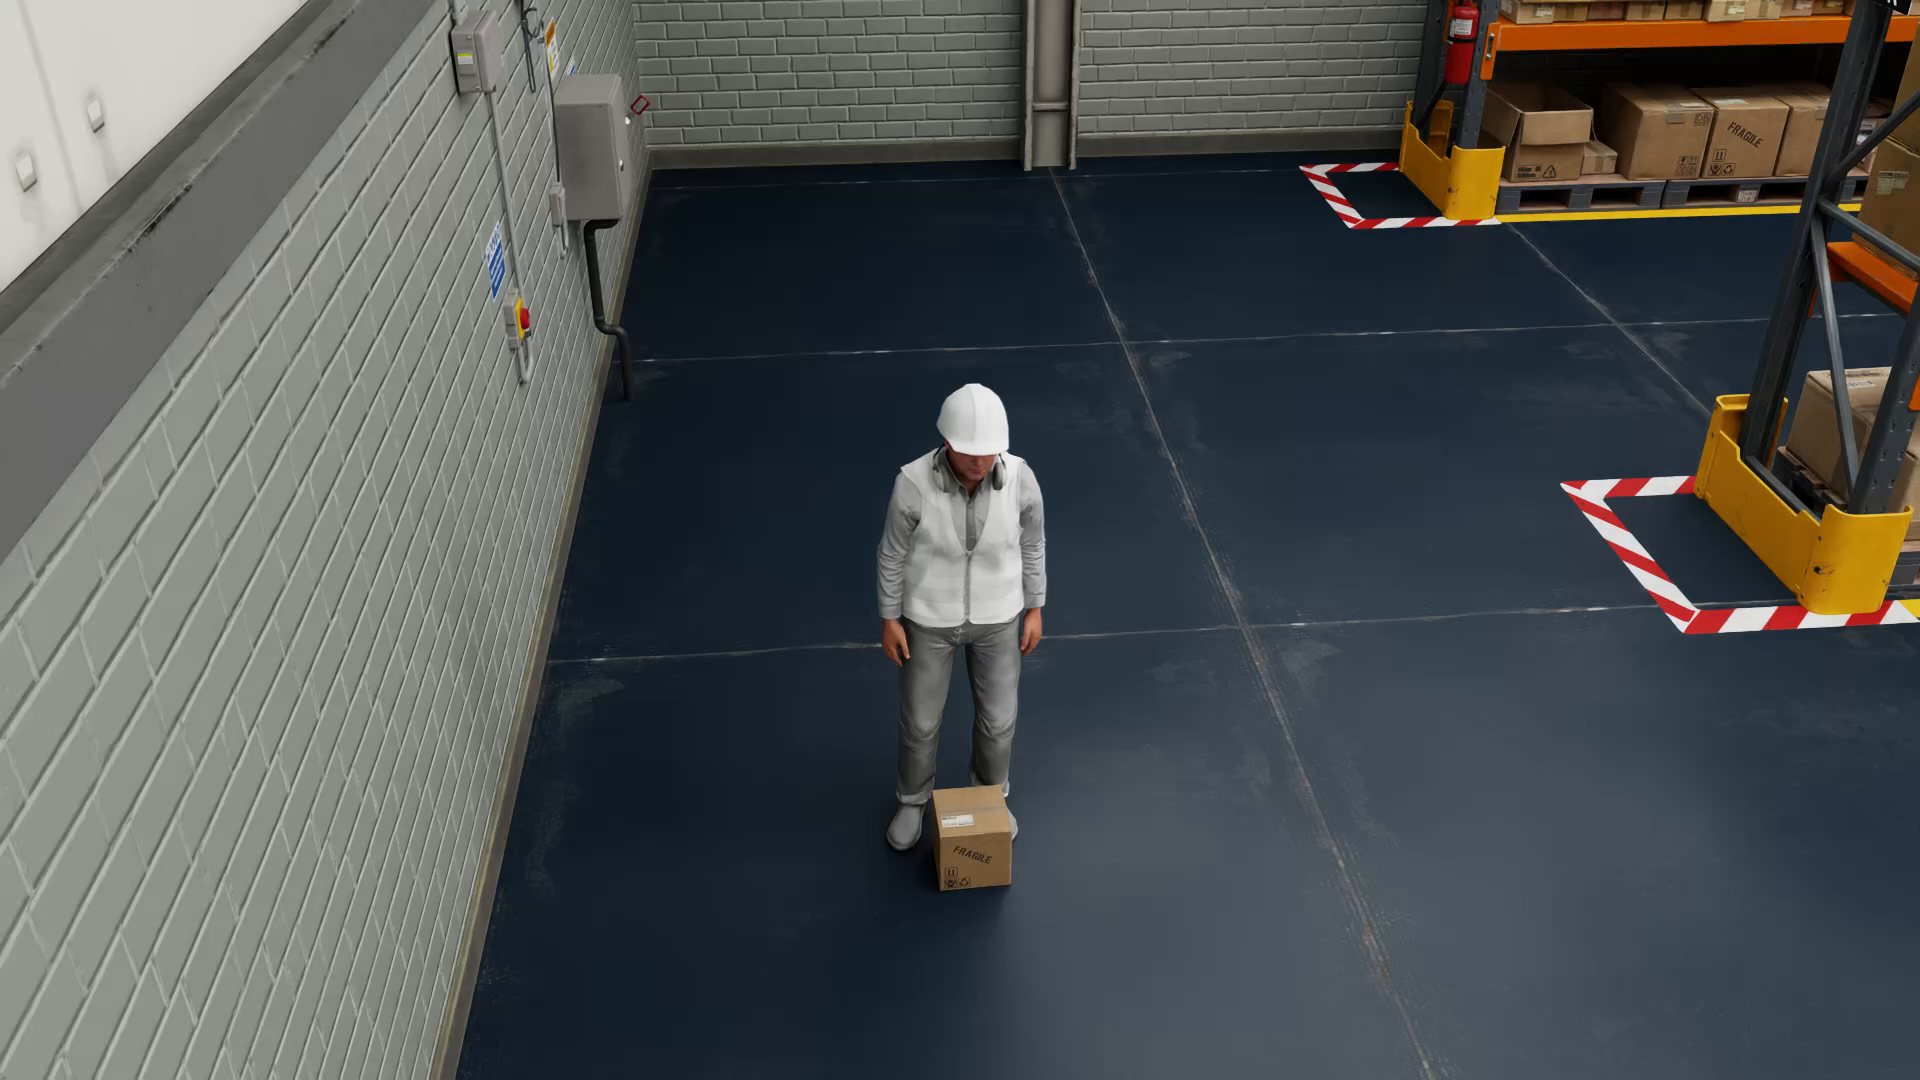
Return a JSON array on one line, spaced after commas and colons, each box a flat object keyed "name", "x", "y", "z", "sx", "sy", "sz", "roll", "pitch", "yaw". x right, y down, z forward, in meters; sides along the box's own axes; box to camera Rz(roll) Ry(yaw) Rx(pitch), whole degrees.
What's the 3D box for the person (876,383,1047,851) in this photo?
[{"name": "person", "x": 0.009, "y": 0.258, "z": 5.677, "sx": 0.583, "sy": 1.770, "sz": 0.464, "roll": -4, "pitch": 31, "yaw": -7}]
